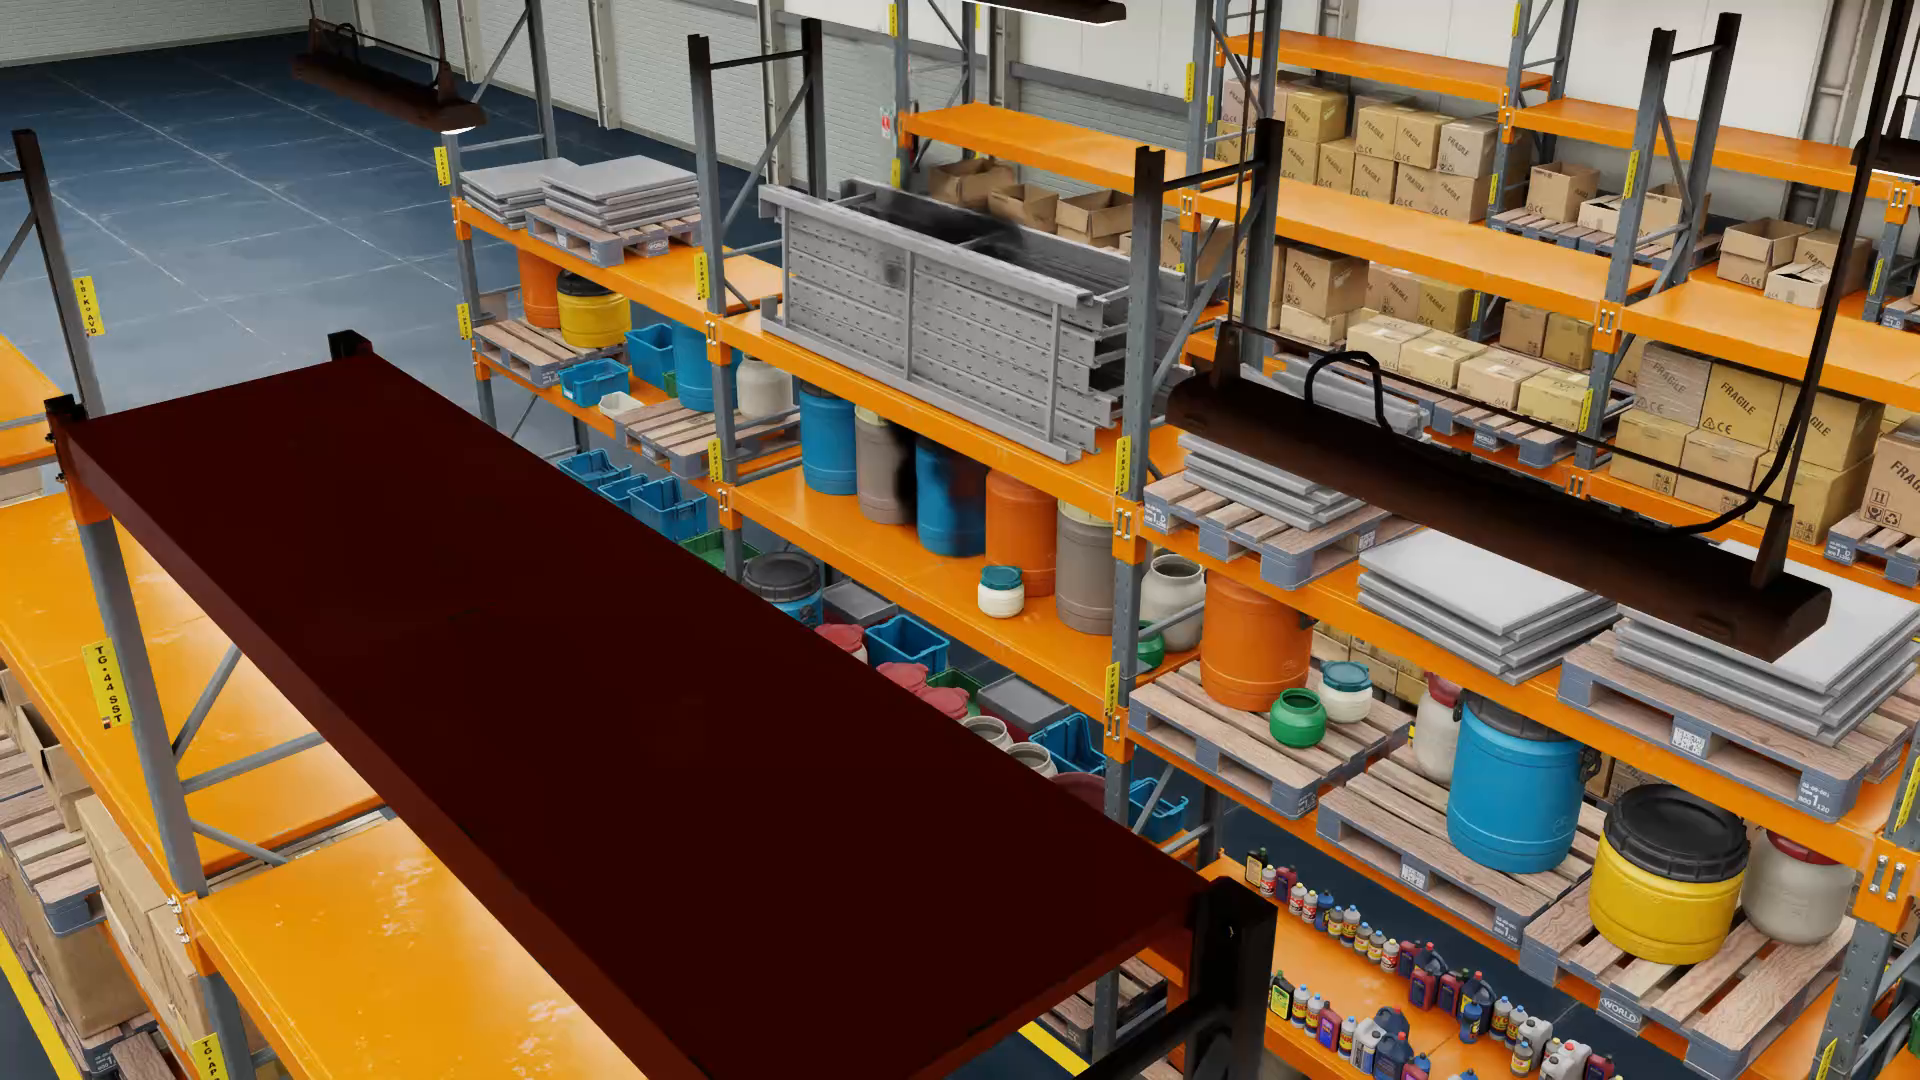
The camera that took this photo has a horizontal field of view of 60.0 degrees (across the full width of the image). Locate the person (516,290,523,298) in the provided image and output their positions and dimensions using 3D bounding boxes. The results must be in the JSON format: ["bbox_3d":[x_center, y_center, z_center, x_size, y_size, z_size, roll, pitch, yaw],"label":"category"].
[{"bbox_3d":[-5.245,-2.850,21.212,0.743,1.824,0.640,-9,28,-17],"label":"person"}]
